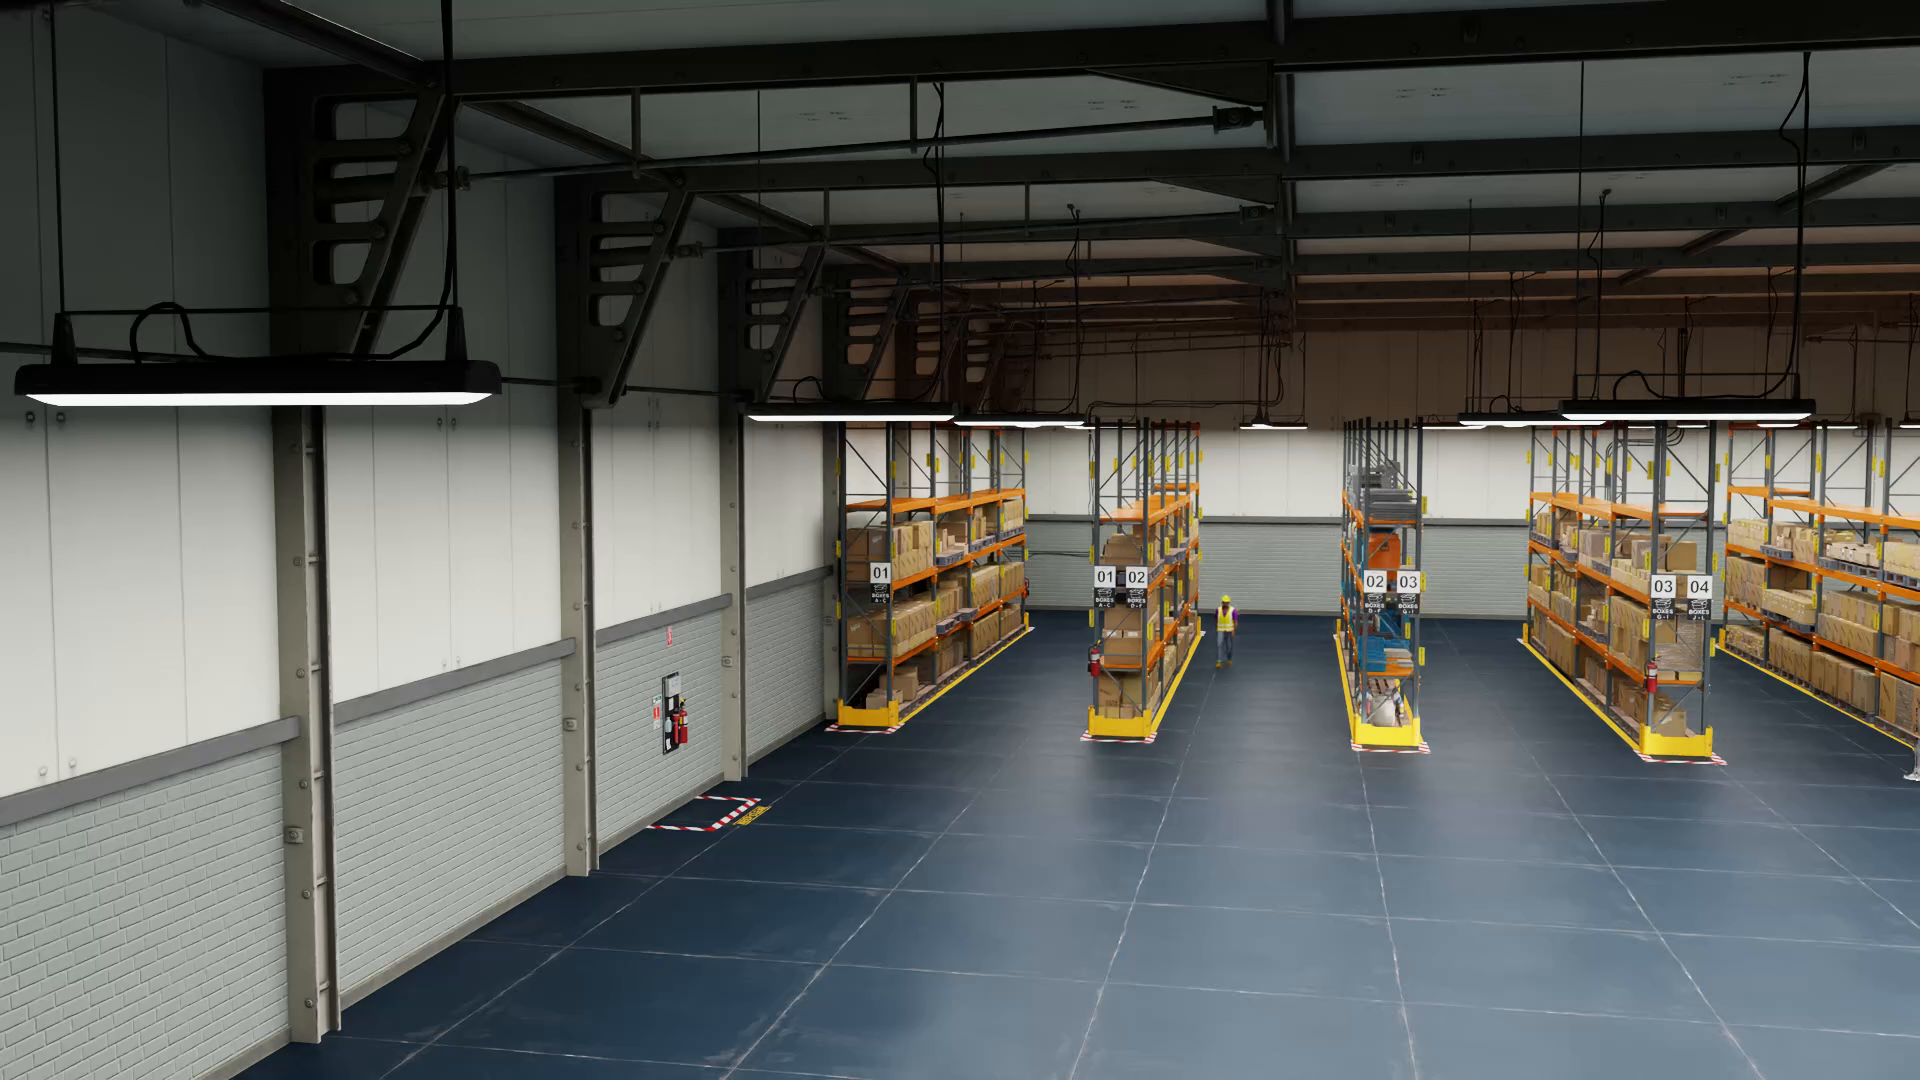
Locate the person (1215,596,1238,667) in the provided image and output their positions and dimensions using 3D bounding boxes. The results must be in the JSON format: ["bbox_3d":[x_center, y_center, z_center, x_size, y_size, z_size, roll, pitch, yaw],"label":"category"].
[{"bbox_3d":[6.457,2.222,40.394,0.580,1.717,0.986,1,4,18],"label":"person"}]

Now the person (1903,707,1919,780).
[{"bbox_3d":[15.912,3.160,27.213,0.847,1.560,0.416,1,4,12],"label":"person"}]
